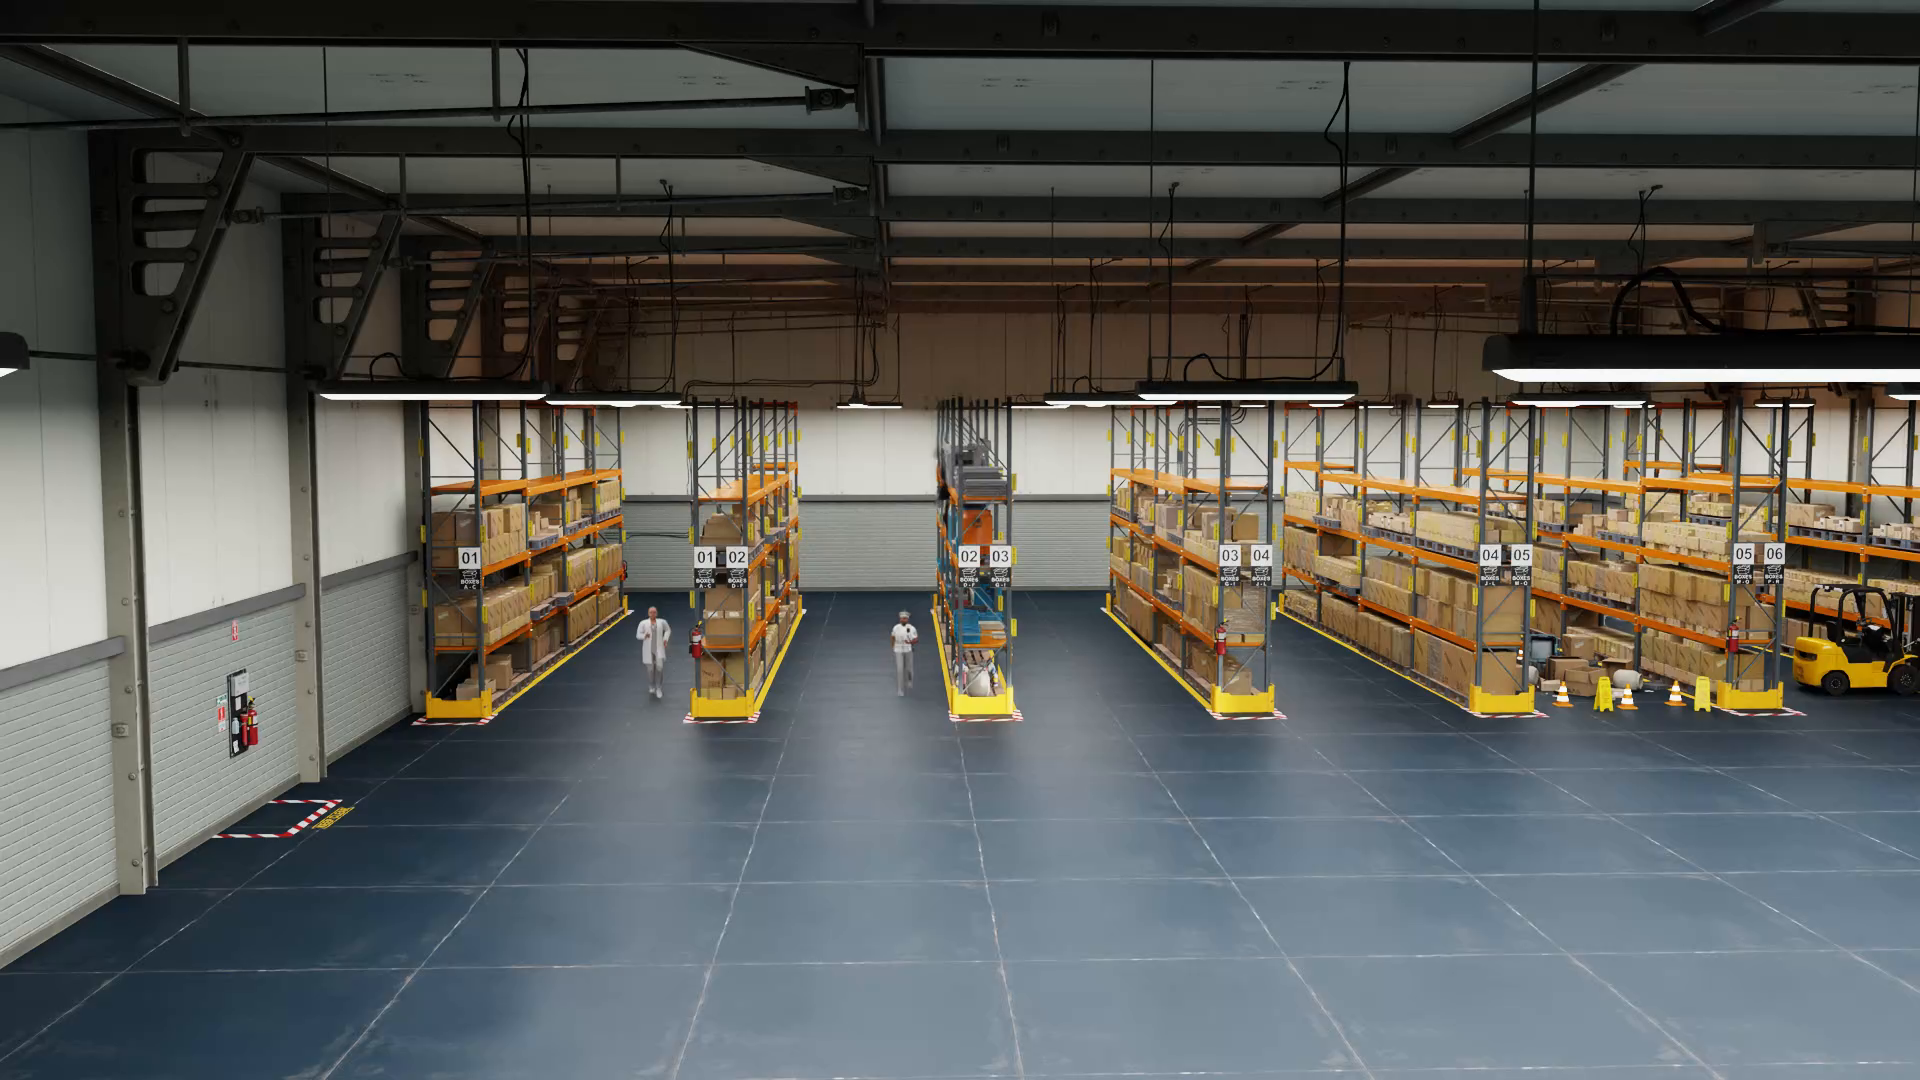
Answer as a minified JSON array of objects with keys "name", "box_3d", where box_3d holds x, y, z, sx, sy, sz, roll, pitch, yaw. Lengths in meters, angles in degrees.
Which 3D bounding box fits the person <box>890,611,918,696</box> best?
[{"name":"person","box_3d":[-1.137,2.273,33.654,0.583,1.664,0.899,0,4,3]}]

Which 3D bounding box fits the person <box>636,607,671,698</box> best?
[{"name":"person","box_3d":[-6.151,2.266,33.415,0.685,1.813,0.777,-1,4,-11]}]
